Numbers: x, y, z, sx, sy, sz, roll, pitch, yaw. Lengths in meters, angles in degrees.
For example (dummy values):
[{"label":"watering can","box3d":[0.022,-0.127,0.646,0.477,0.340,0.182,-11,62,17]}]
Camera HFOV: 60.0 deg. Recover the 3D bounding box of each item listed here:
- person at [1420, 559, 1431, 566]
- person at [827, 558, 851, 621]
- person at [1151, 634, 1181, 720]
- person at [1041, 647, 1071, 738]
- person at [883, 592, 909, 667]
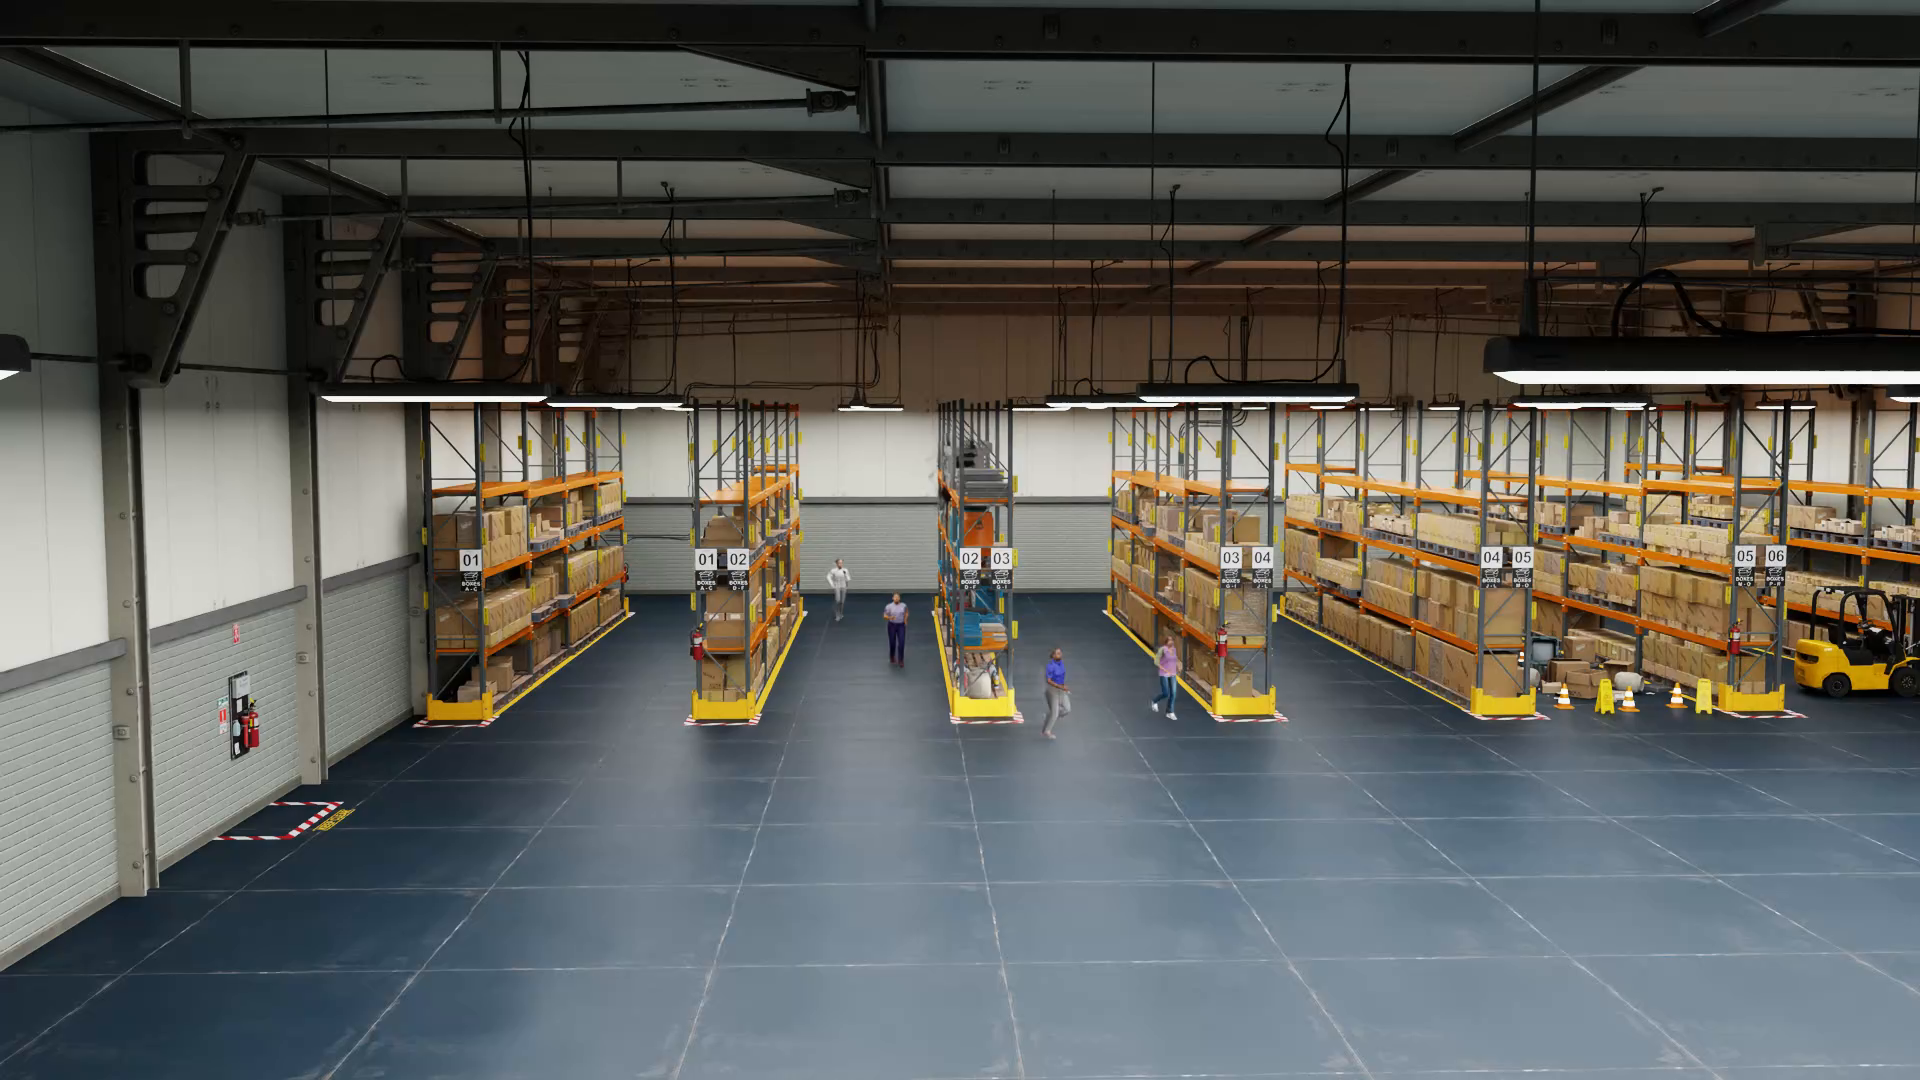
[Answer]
[{"label":"person","box3d":[13.773,1.114,49.265,0.705,1.770,0.704,0,4,-1]},{"label":"person","box3d":[-3.324,1.378,46.193,0.617,1.754,0.665,-2,5,-21]},{"label":"person","box3d":[3.901,2.574,31.358,0.566,1.571,0.633,-3,5,-30]},{"label":"person","box3d":[1.731,2.700,29.376,0.609,1.602,0.601,3,5,38]},{"label":"person","box3d":[-1.448,2.017,37.739,0.587,1.635,0.873,-1,4,-9]}]
